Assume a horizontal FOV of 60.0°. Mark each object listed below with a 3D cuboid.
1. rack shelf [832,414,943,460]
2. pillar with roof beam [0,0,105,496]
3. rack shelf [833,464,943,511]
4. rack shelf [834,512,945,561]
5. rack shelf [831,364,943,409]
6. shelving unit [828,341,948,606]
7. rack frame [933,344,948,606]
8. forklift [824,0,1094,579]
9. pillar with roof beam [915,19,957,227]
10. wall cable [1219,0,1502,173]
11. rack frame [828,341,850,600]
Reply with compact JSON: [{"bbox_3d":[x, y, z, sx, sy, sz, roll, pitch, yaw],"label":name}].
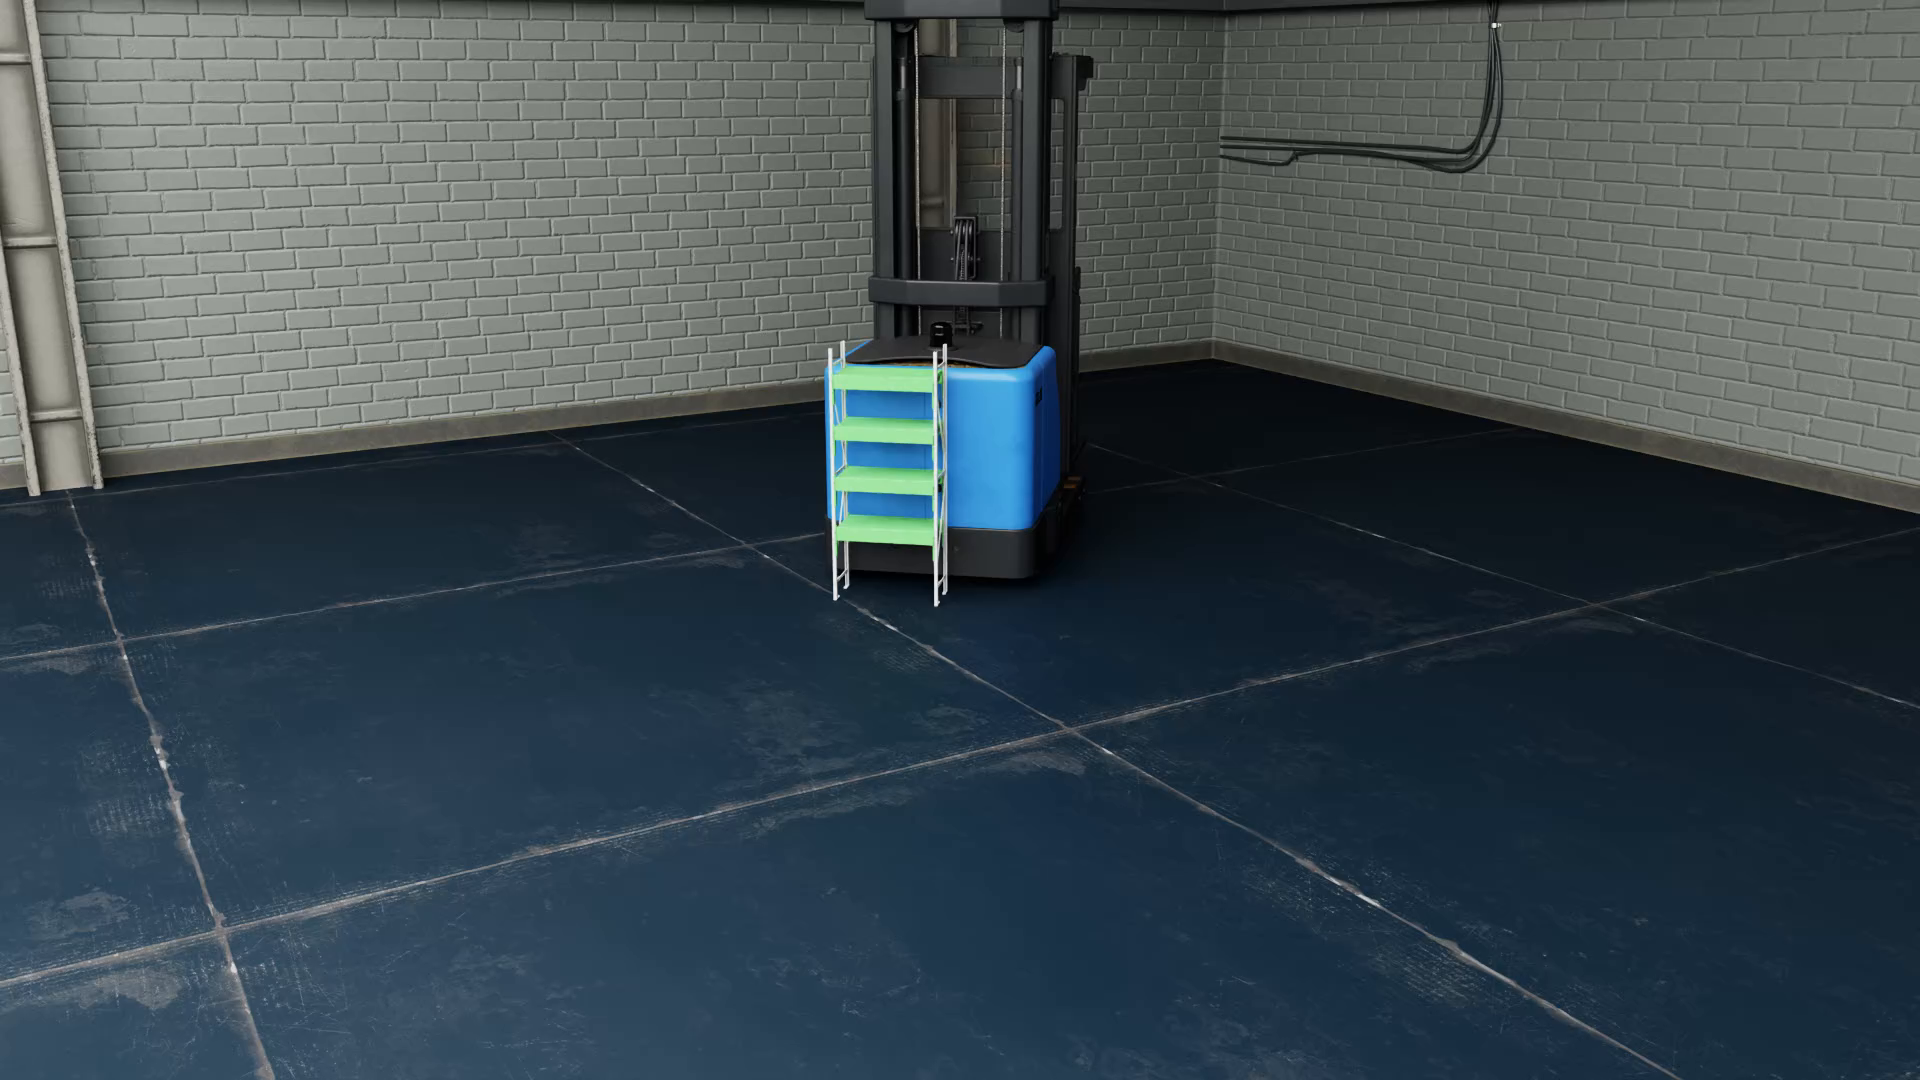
[{"bbox_3d":[-0.329,-0.480,7.748,0.480,0.148,0.258,3,16,11],"label":"rack shelf"},{"bbox_3d":[-3.193,-3.660,5.293,0.400,9.000,9.100,-9,18,-30],"label":"pillar with roof beam"},{"bbox_3d":[-0.329,-0.249,7.813,0.480,0.148,0.258,3,16,11],"label":"rack shelf"},{"bbox_3d":[-0.329,-0.018,7.878,0.480,0.148,0.258,3,16,11],"label":"rack shelf"},{"bbox_3d":[-0.329,-0.711,7.683,0.480,0.148,0.258,3,16,11],"label":"rack shelf"},{"bbox_3d":[-0.329,-0.311,7.796,0.503,1.200,0.258,3,16,11],"label":"shelving unit"},{"bbox_3d":[-0.090,-0.298,7.751,0.015,1.200,0.240,3,16,11],"label":"rack frame"},{"bbox_3d":[0.120,-1.578,9.110,1.130,2.935,3.031,3,16,11],"label":"forklift"},{"bbox_3d":[1.950,-4.494,8.269,0.400,9.000,9.100,-9,18,-30],"label":"pillar with roof beam"},{"bbox_3d":[2.939,-4.098,12.610,0.112,2.526,3.097,-9,18,-30],"label":"wall cable"},{"bbox_3d":[-0.569,-0.323,7.840,0.015,1.200,0.240,3,16,11],"label":"rack frame"}]
